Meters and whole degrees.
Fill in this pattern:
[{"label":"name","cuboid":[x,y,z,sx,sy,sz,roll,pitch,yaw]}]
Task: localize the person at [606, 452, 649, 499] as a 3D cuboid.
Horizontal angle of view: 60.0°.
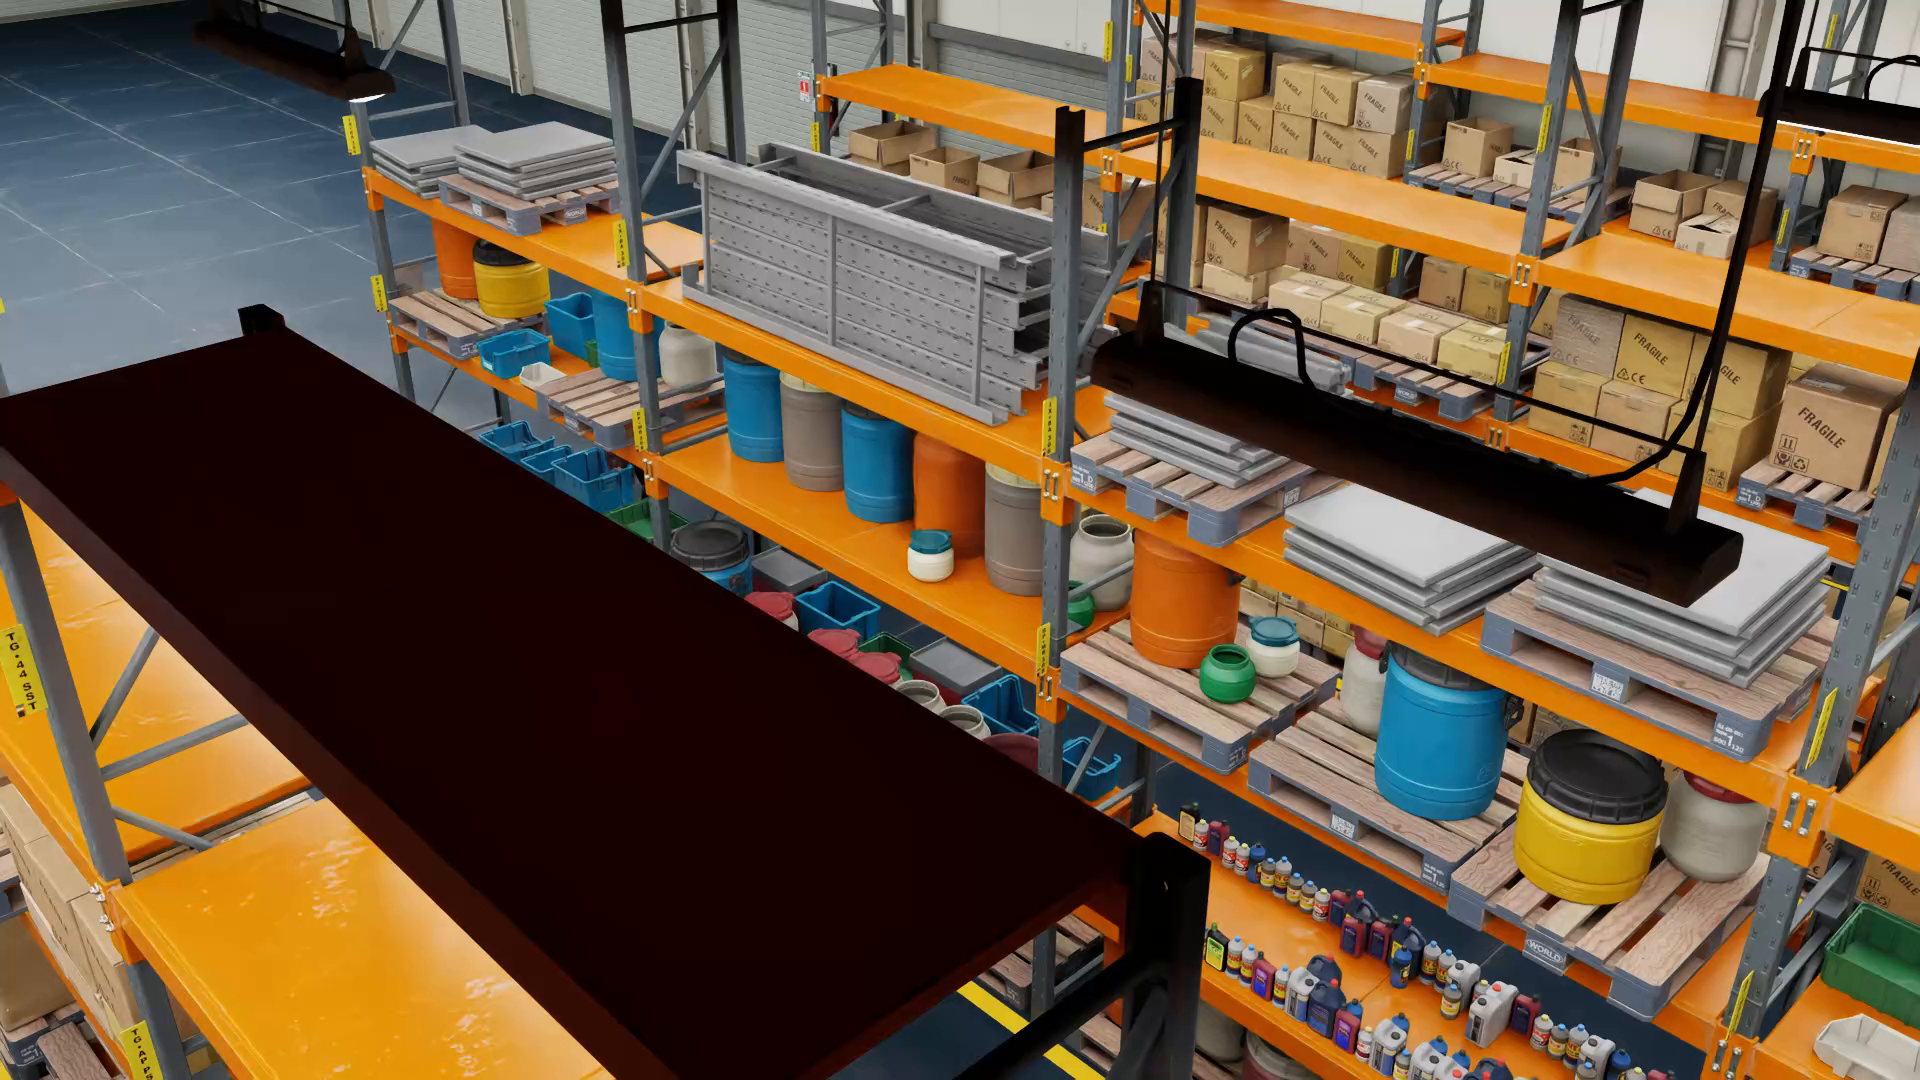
[{"label":"person","cuboid":[-3.295,-0.804,16.539,0.607,1.834,0.617,23,36,36]}]
